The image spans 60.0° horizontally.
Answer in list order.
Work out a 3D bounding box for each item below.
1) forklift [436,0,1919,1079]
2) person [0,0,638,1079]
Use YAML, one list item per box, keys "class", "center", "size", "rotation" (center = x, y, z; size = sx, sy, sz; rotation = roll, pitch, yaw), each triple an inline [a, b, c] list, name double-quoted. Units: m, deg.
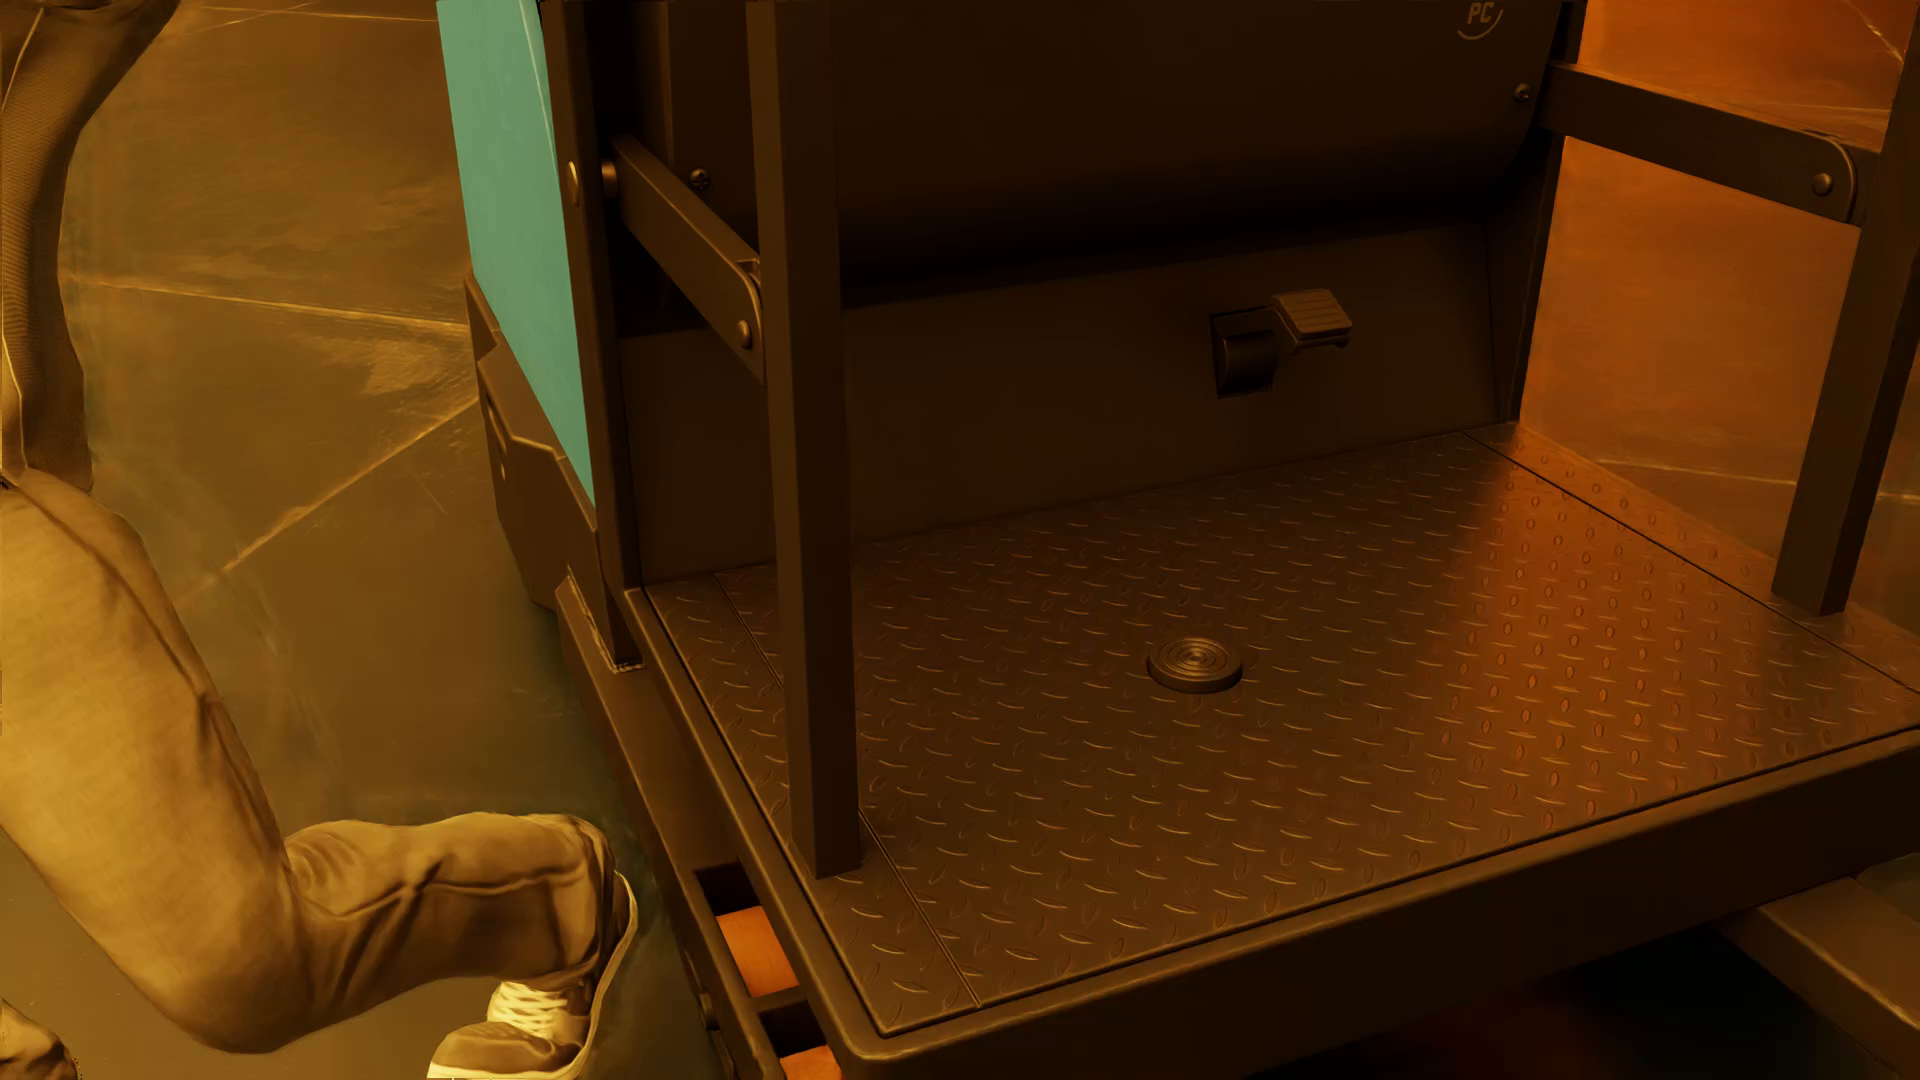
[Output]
- class: "forklift"
  center: [0.250, -0.947, 1.132]
  size: [1.130, 2.935, 3.031]
  rotation: [-11, 29, -20]
- class: "person"
  center: [-0.798, -0.074, 1.138]
  size: [0.917, 1.366, 0.671]
  rotation: [9, 28, 17]
